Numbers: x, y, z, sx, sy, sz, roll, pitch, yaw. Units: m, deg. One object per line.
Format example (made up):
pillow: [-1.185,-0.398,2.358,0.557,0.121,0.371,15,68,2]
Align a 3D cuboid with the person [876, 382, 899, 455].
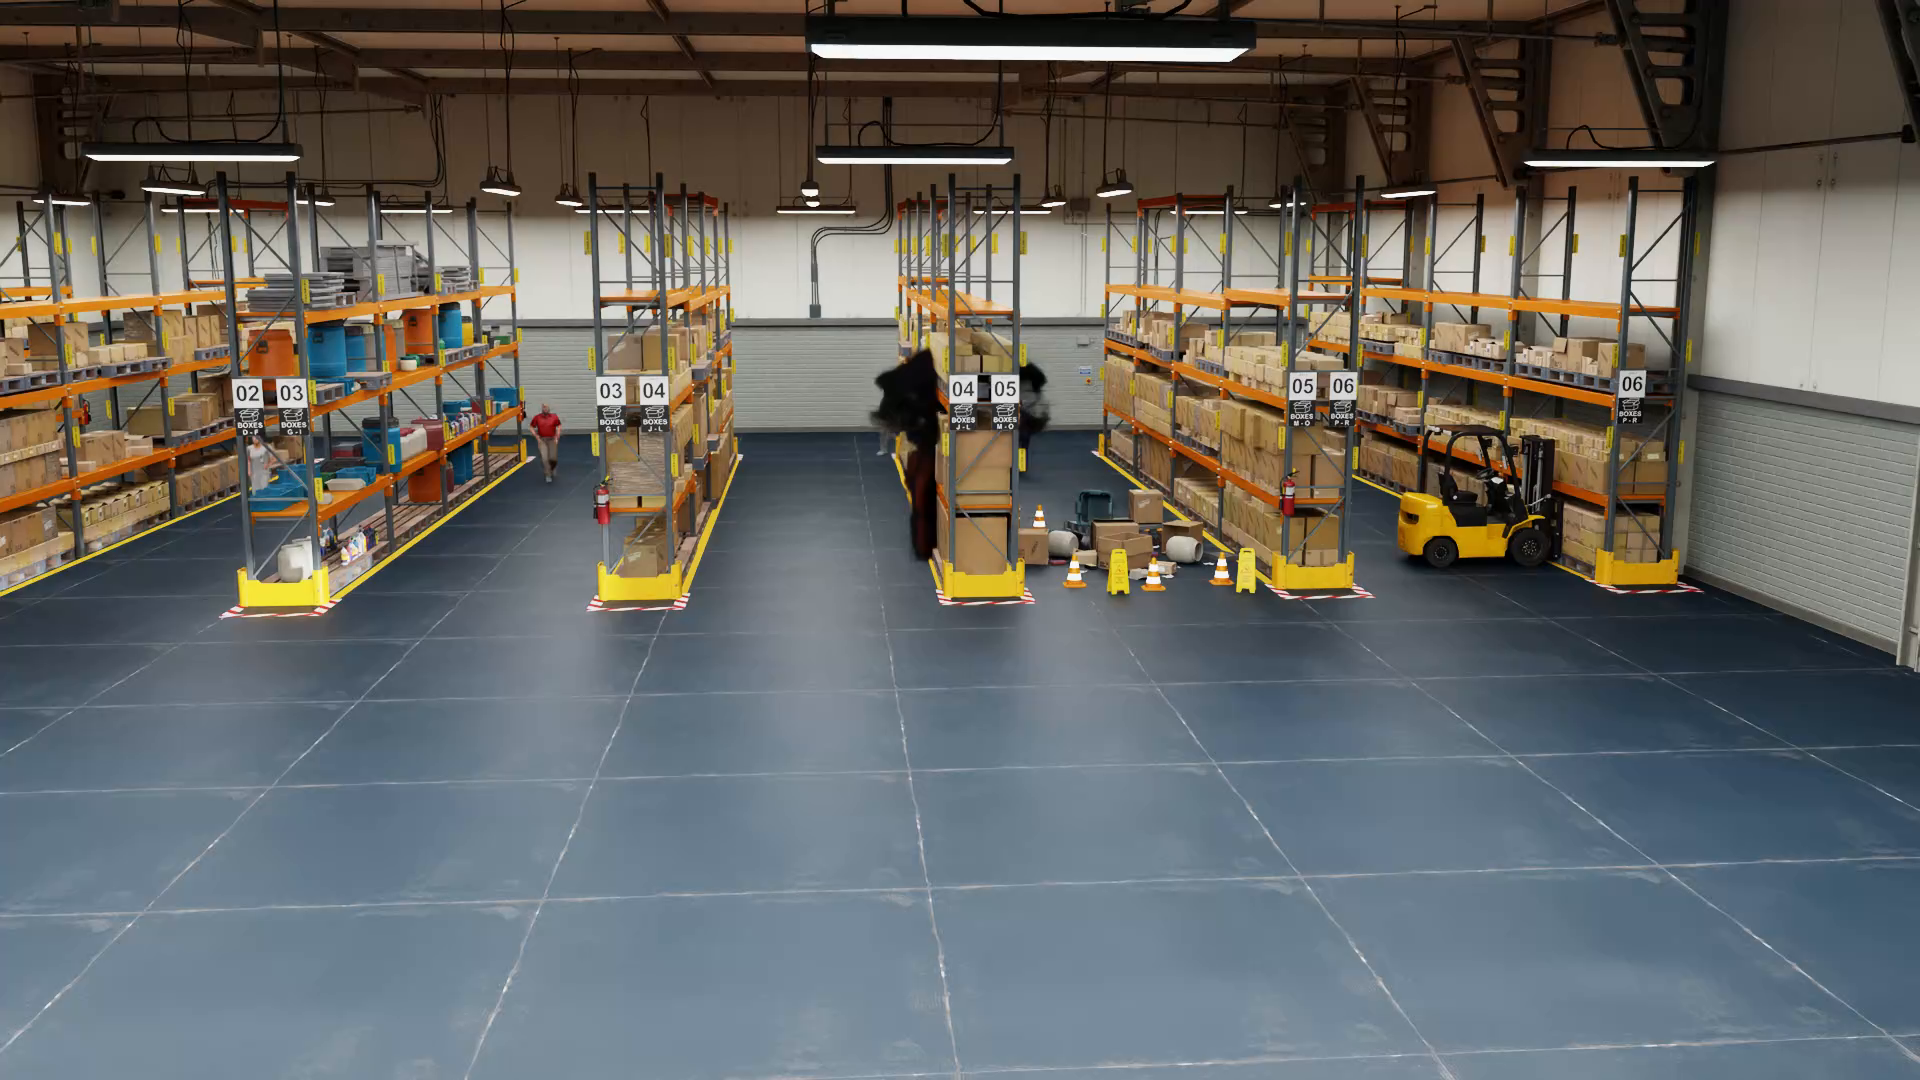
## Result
person: [-1.725,-2.967,40.556,0.749,1.764,0.697,-5,11,-25]

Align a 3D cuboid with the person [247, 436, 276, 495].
person: [-12.967,-1.200,30.827,0.556,1.637,0.584,-2,10,-13]

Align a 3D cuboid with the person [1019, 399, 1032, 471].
person: [1.353,-2.326,37.245,0.594,1.625,0.893,-2,10,-9]

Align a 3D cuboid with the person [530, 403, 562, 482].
person: [-8.920,-2.116,35.844,0.671,1.693,0.603,-3,10,-14]

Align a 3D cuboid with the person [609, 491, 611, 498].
person: [-7.005,-1.648,33.422,0.561,1.626,0.877,-2,10,-9]
